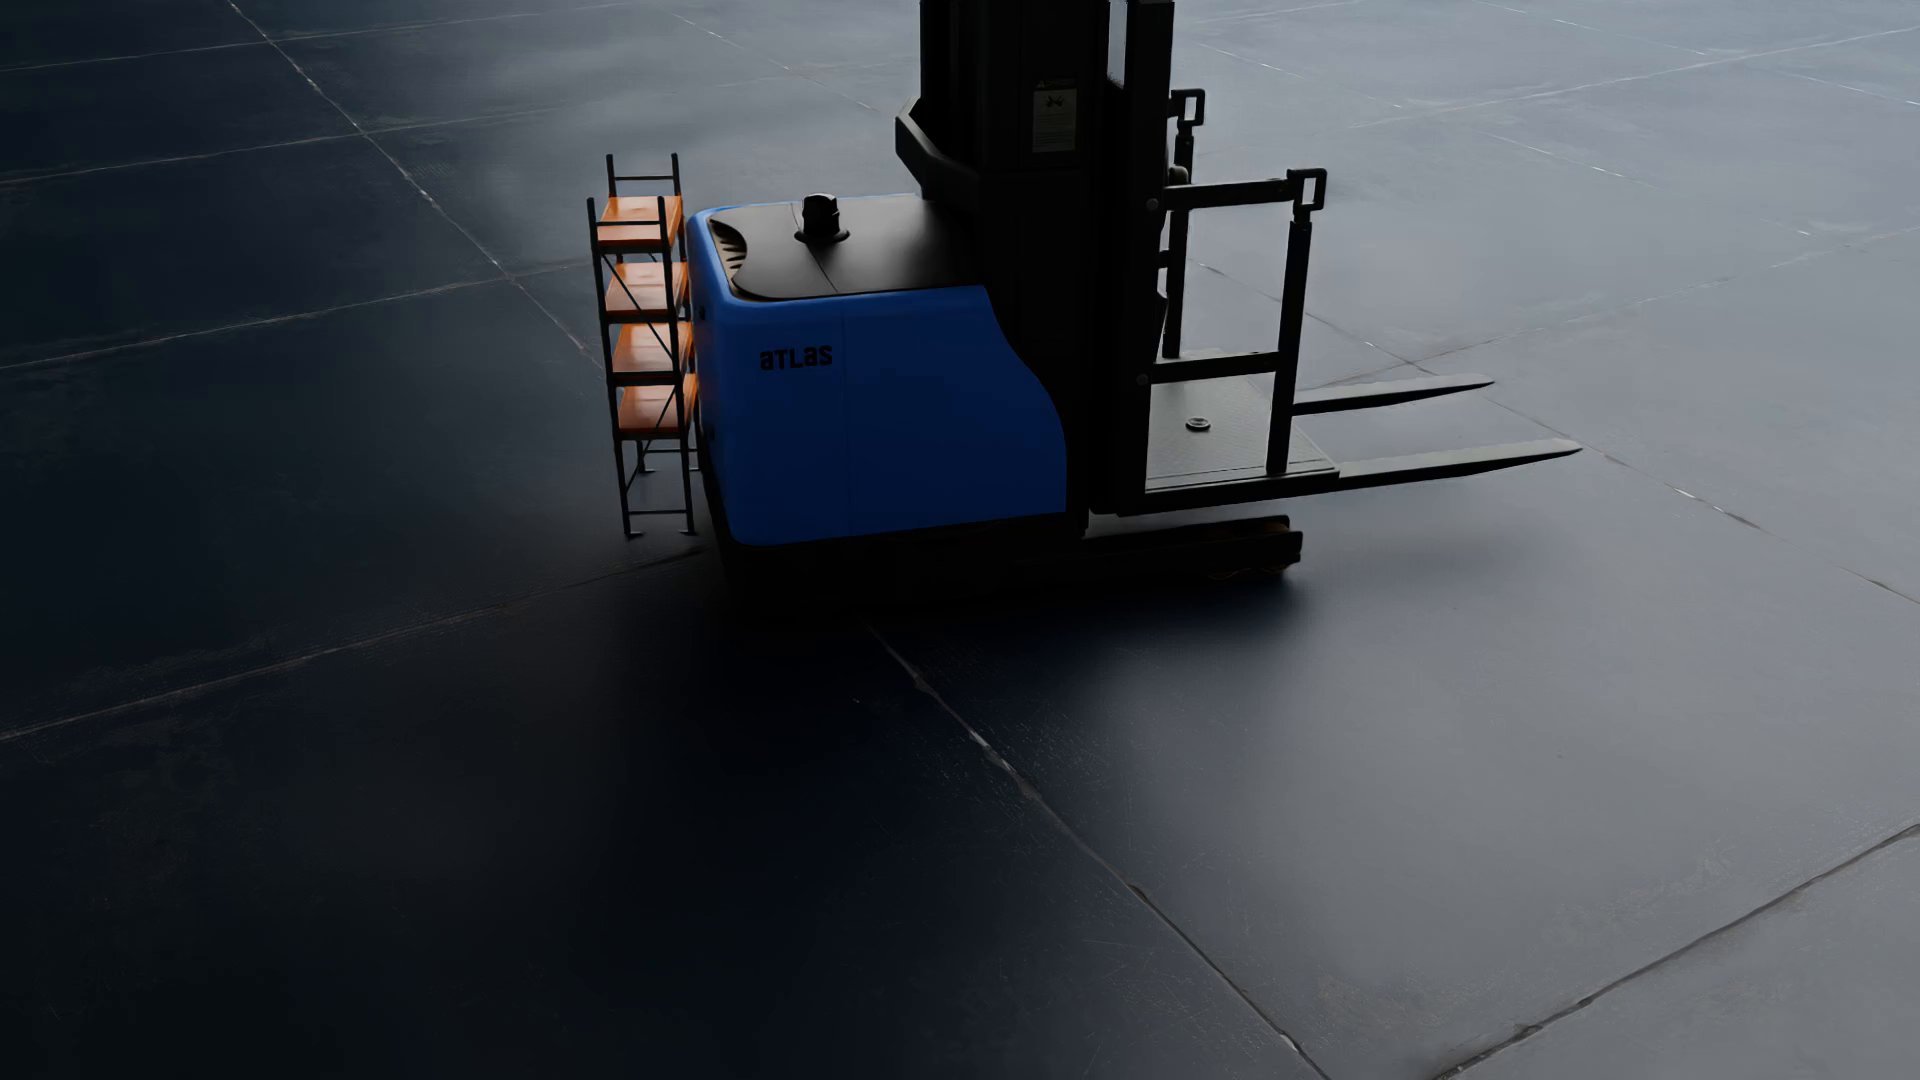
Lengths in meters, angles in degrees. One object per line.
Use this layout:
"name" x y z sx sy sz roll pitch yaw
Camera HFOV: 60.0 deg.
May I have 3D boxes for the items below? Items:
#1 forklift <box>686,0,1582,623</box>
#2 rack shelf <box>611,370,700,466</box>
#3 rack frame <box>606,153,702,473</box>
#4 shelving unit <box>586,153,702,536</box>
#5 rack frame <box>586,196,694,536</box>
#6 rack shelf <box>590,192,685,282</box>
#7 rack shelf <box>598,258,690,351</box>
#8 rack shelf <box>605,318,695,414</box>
"forklift" 0.653 -1.393 5.240 3.031 2.935 1.130 -7 30 -12
"rack shelf" -1.062 -0.433 5.843 0.258 0.148 0.480 -2 29 -3
"rack frame" -1.078 -0.784 5.927 0.240 1.200 0.015 -2 29 -3
"shelving unit" -1.062 -0.666 5.714 0.258 1.200 0.503 -2 29 -3
"rack frame" -1.047 -0.548 5.501 0.240 1.200 0.015 -2 29 -3
"rack shelf" -1.063 -1.010 5.524 0.258 0.148 0.480 -2 29 -3
"rack shelf" -1.063 -0.803 5.639 0.258 0.148 0.480 -2 29 -3
"rack shelf" -1.062 -0.607 5.747 0.258 0.148 0.480 -2 29 -3
